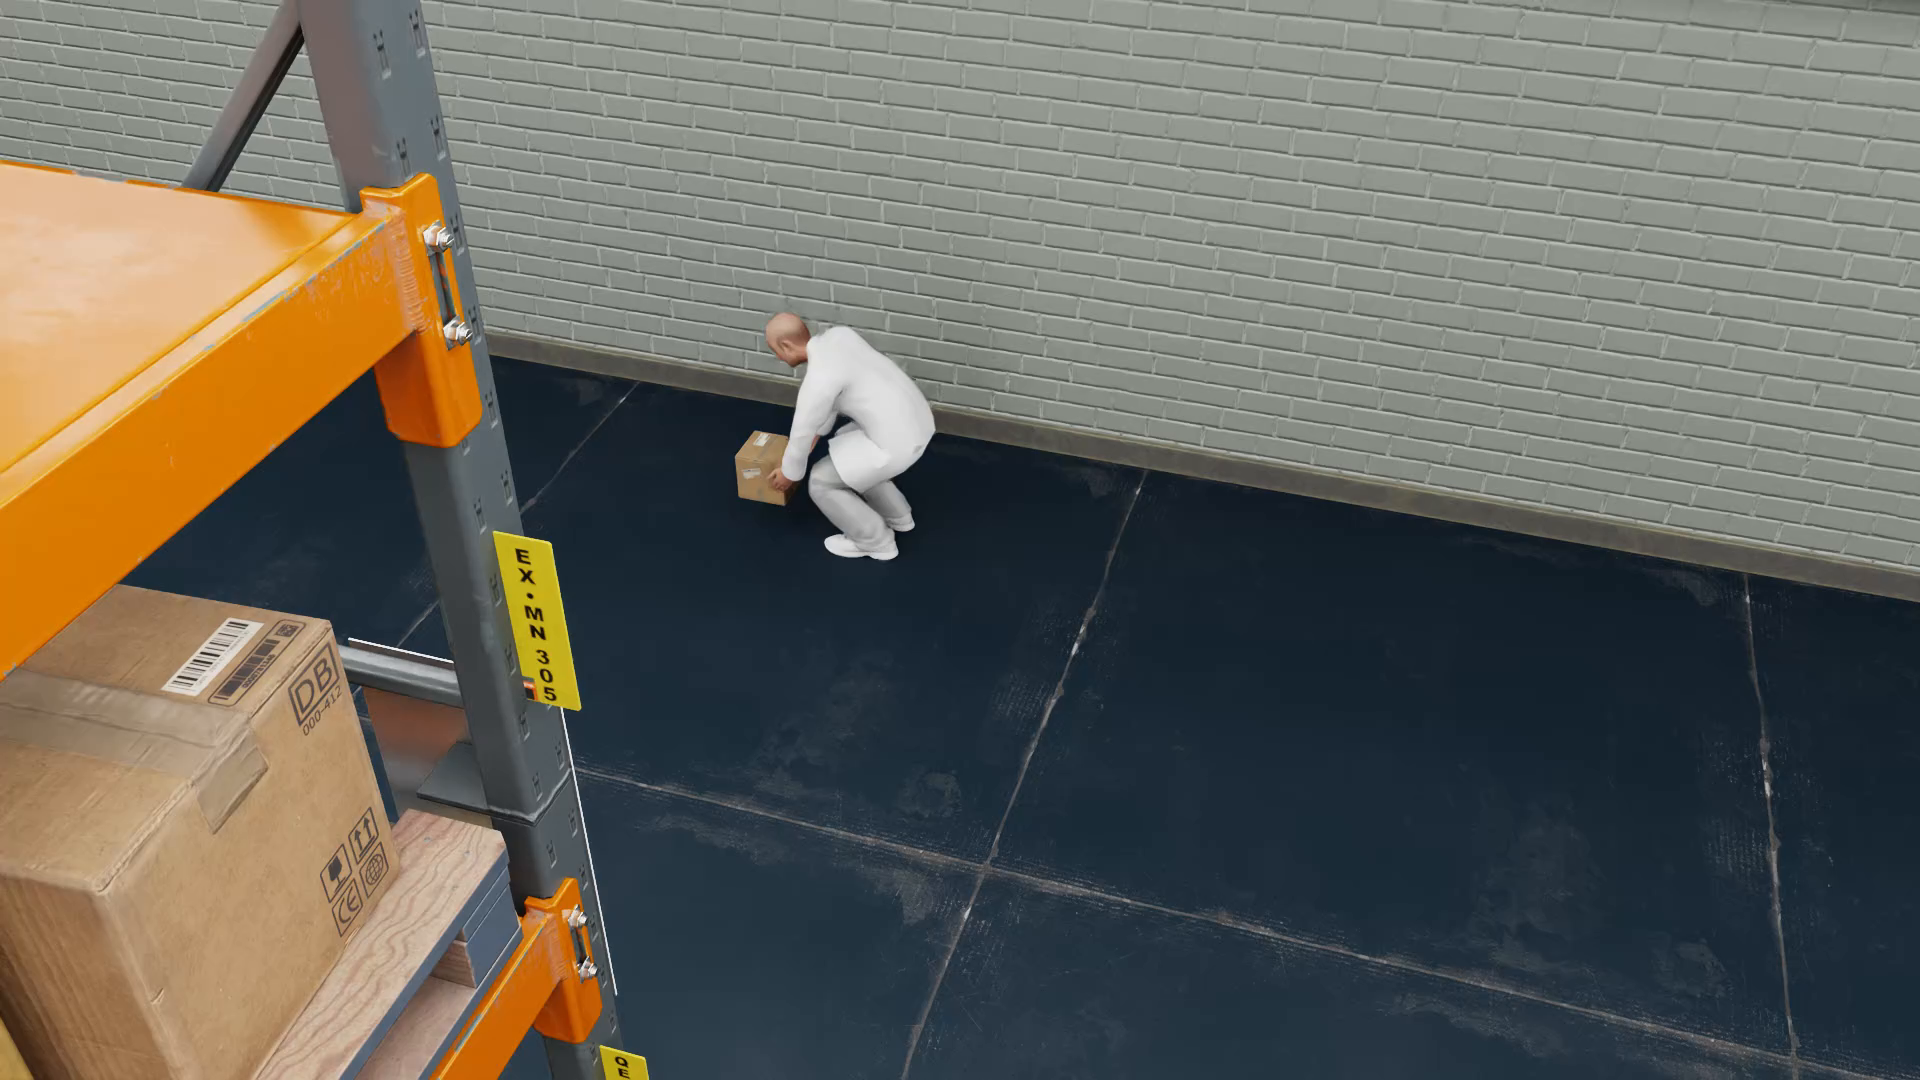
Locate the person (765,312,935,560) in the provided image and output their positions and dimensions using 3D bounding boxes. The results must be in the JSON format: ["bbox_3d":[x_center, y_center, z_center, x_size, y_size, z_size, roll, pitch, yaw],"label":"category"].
[{"bbox_3d":[-0.522,-0.502,8.041,0.797,1.235,0.632,11,38,14],"label":"person"}]
